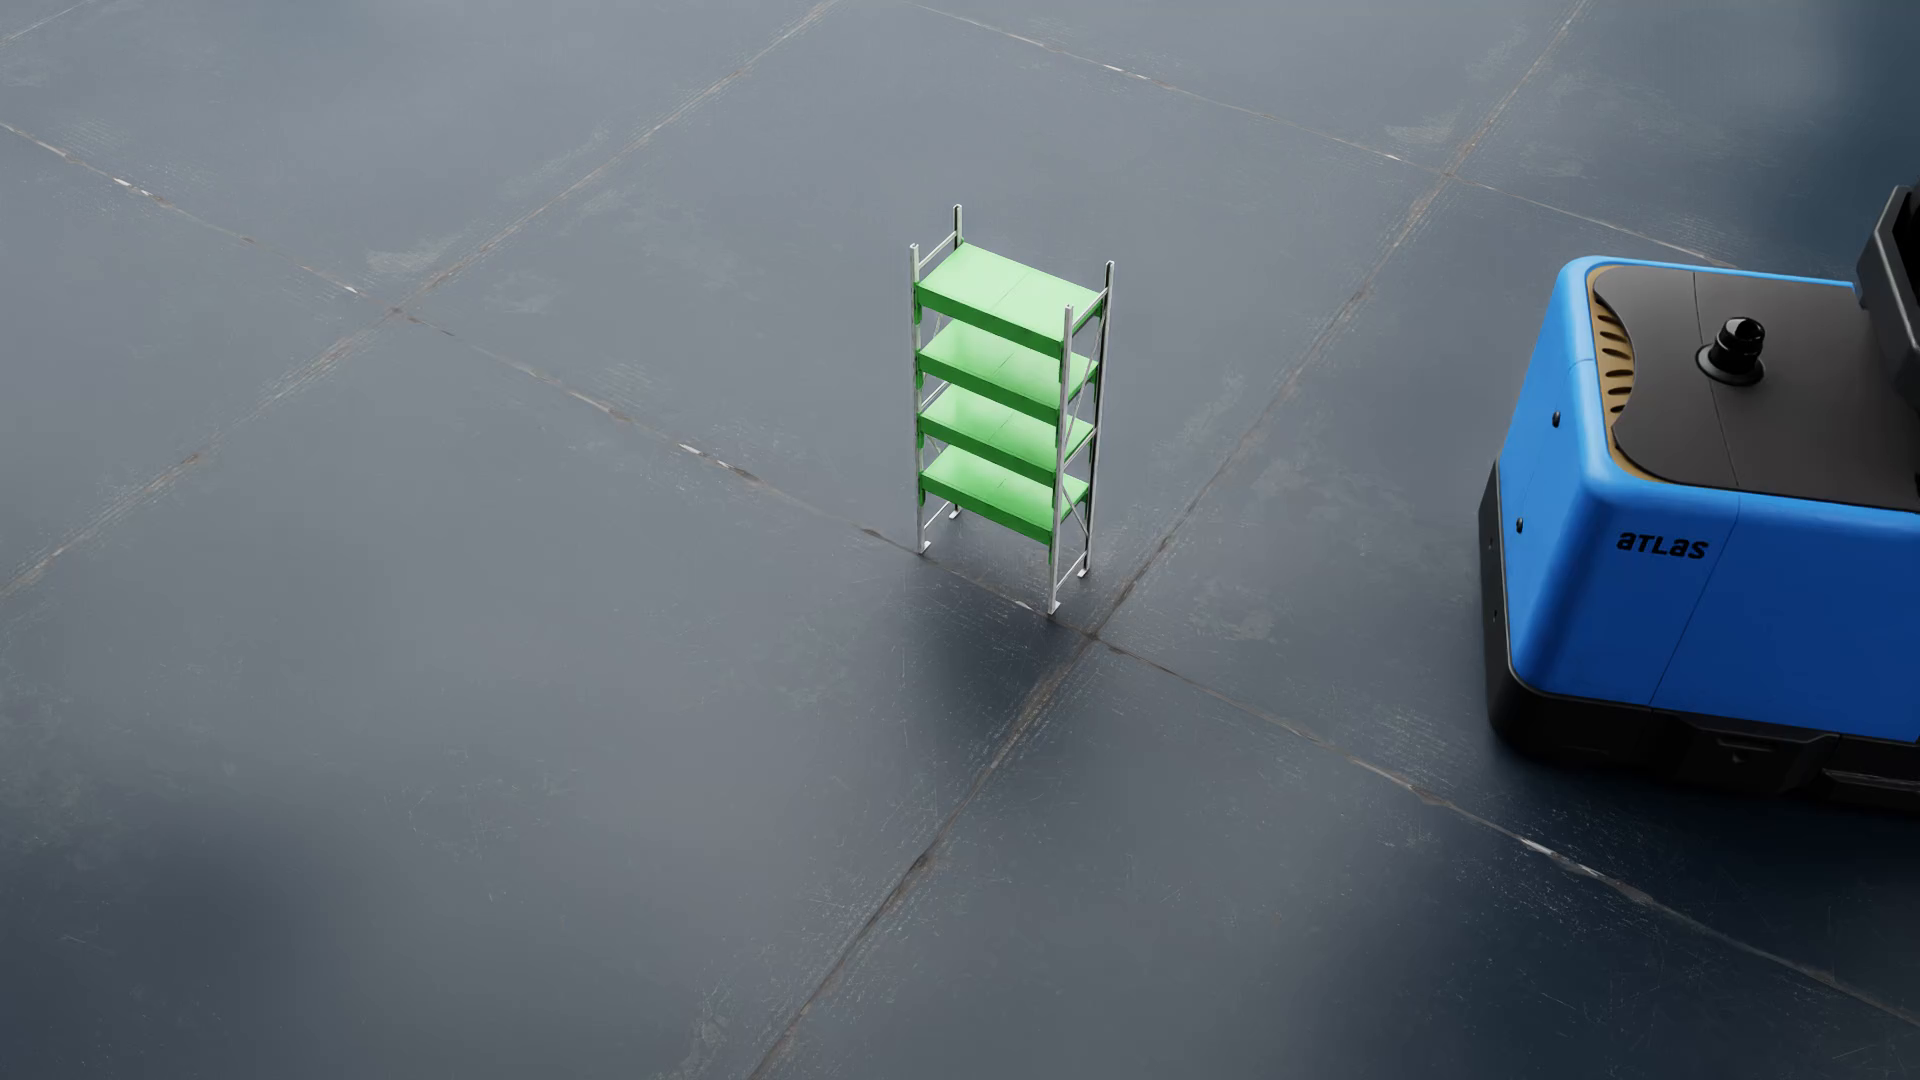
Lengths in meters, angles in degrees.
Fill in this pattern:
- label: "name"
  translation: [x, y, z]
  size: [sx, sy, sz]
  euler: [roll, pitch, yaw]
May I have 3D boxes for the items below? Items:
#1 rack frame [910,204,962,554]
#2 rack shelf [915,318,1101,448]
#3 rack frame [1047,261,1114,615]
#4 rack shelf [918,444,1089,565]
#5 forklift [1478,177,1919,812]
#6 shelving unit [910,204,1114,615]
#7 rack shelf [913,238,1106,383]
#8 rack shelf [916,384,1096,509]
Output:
- label: "rack frame"
  translation: [-0.066, -0.449, 5.021]
  size: [0.015, 1.200, 0.240]
  euler: [25, 51, 22]
- label: "rack shelf"
  translation: [0.139, -0.477, 4.803]
  size: [0.480, 0.148, 0.258]
  euler: [25, 51, 22]
- label: "rack frame"
  translation: [0.345, -0.260, 4.837]
  size: [0.015, 1.200, 0.240]
  euler: [25, 51, 22]
- label: "rack shelf"
  translation: [0.139, -0.142, 5.147]
  size: [0.480, 0.148, 0.258]
  euler: [25, 51, 22]
- label: "forklift"
  translation: [3.098, -0.563, 3.925]
  size: [3.031, 2.935, 1.130]
  euler: [7, 46, 7]
- label: "shelving unit"
  translation: [0.139, -0.354, 4.929]
  size: [0.503, 1.200, 0.258]
  euler: [25, 51, 22]
- label: "rack shelf"
  translation: [0.139, -0.644, 4.630]
  size: [0.480, 0.148, 0.258]
  euler: [25, 51, 22]
- label: "rack shelf"
  translation: [0.139, -0.310, 4.975]
  size: [0.480, 0.148, 0.258]
  euler: [25, 51, 22]
